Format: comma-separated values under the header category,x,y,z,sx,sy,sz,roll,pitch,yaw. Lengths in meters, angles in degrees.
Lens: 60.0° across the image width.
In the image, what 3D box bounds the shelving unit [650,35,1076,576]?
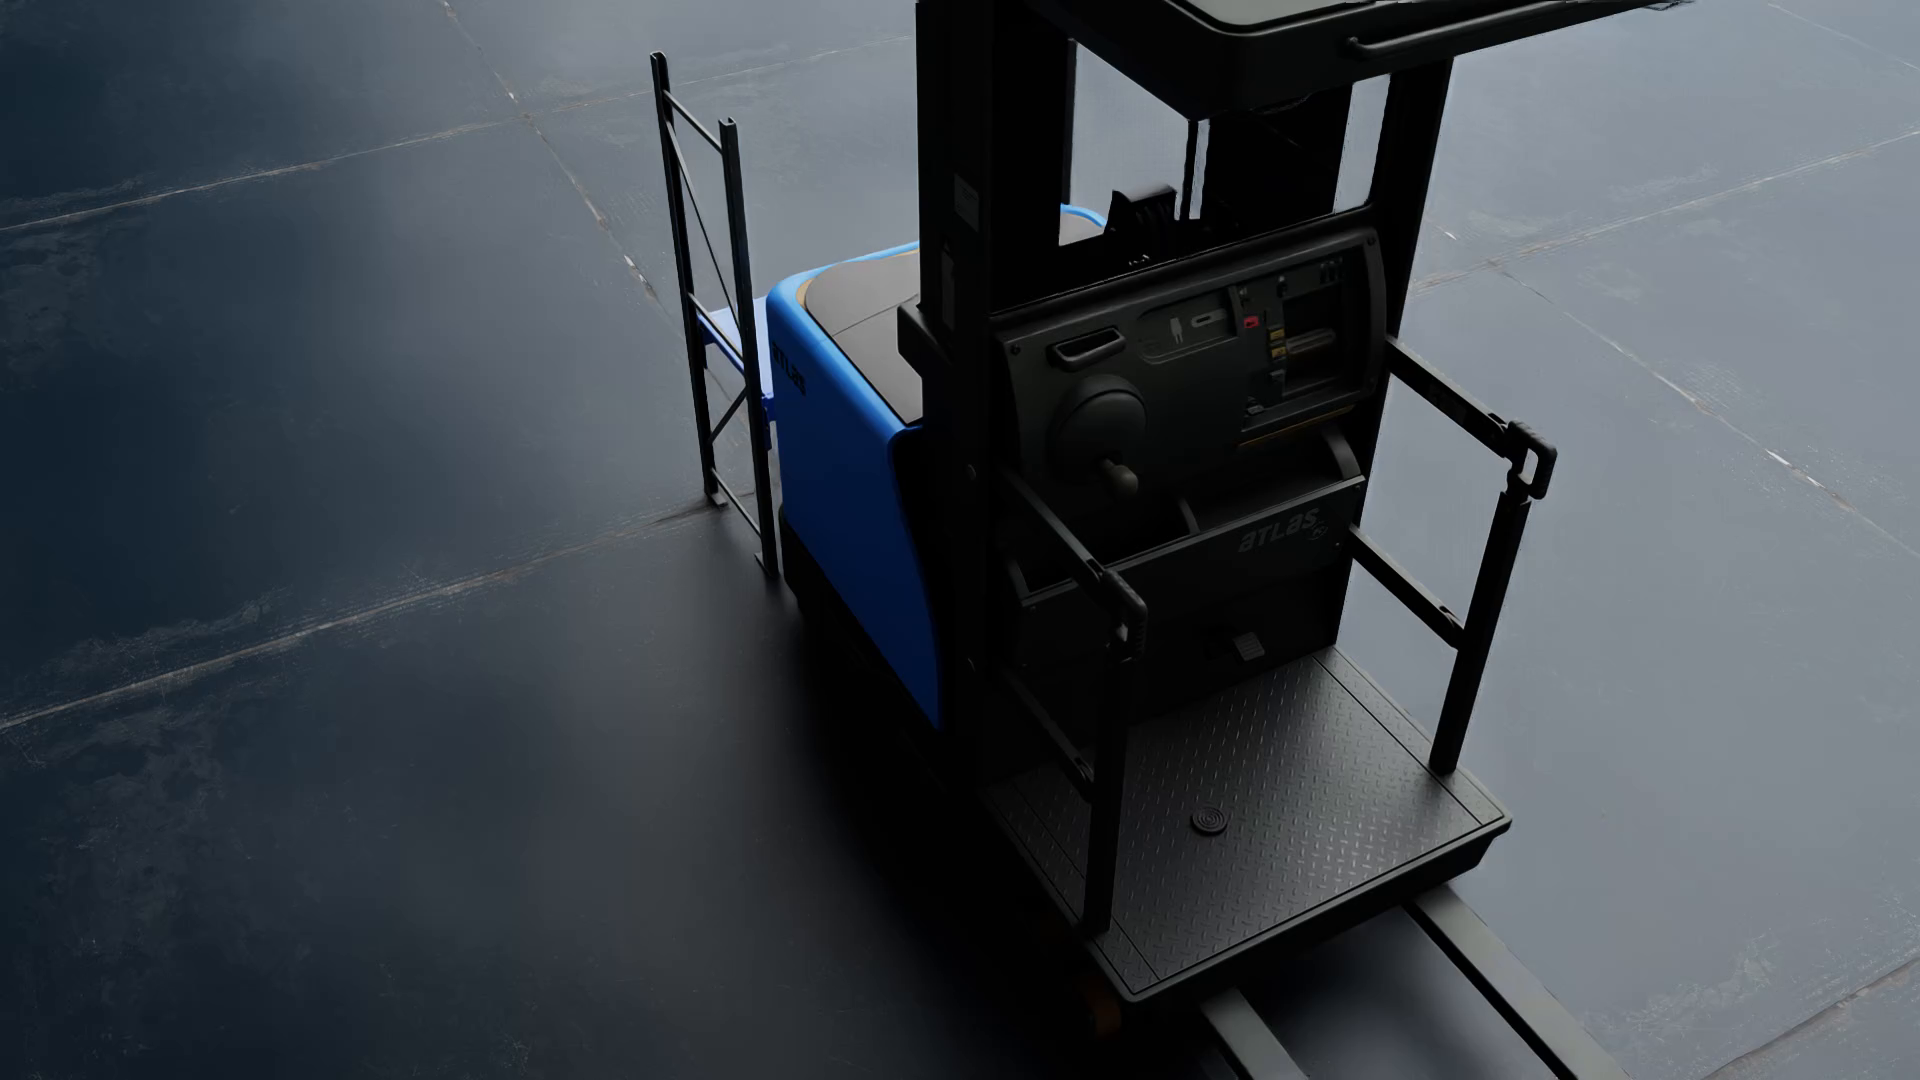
category,x,y,z,sx,sy,sz,roll,pitch,yaw
shelving unit,-0.259,-0.771,5.000,1.048,1.500,0.538,-21,44,-23

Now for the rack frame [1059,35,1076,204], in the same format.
category,x,y,z,sx,sy,sz,roll,pitch,yaw
rack frame,0.180,-0.936,5.195,0.032,1.500,0.500,-21,44,-23

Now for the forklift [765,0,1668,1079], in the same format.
category,x,y,z,sx,sy,sz,roll,pitch,yaw
forklift,0.610,-0.294,3.329,1.130,2.935,3.031,-19,44,-21

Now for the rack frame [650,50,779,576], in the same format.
category,x,y,z,sx,sy,sz,roll,pitch,yaw
rack frame,-0.698,-0.605,4.804,0.032,1.500,0.500,-21,44,-23

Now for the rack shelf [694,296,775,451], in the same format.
category,x,y,z,sx,sy,sz,roll,pitch,yaw
rack shelf,-0.259,-0.634,5.116,1.000,0.185,0.538,-21,44,-23
